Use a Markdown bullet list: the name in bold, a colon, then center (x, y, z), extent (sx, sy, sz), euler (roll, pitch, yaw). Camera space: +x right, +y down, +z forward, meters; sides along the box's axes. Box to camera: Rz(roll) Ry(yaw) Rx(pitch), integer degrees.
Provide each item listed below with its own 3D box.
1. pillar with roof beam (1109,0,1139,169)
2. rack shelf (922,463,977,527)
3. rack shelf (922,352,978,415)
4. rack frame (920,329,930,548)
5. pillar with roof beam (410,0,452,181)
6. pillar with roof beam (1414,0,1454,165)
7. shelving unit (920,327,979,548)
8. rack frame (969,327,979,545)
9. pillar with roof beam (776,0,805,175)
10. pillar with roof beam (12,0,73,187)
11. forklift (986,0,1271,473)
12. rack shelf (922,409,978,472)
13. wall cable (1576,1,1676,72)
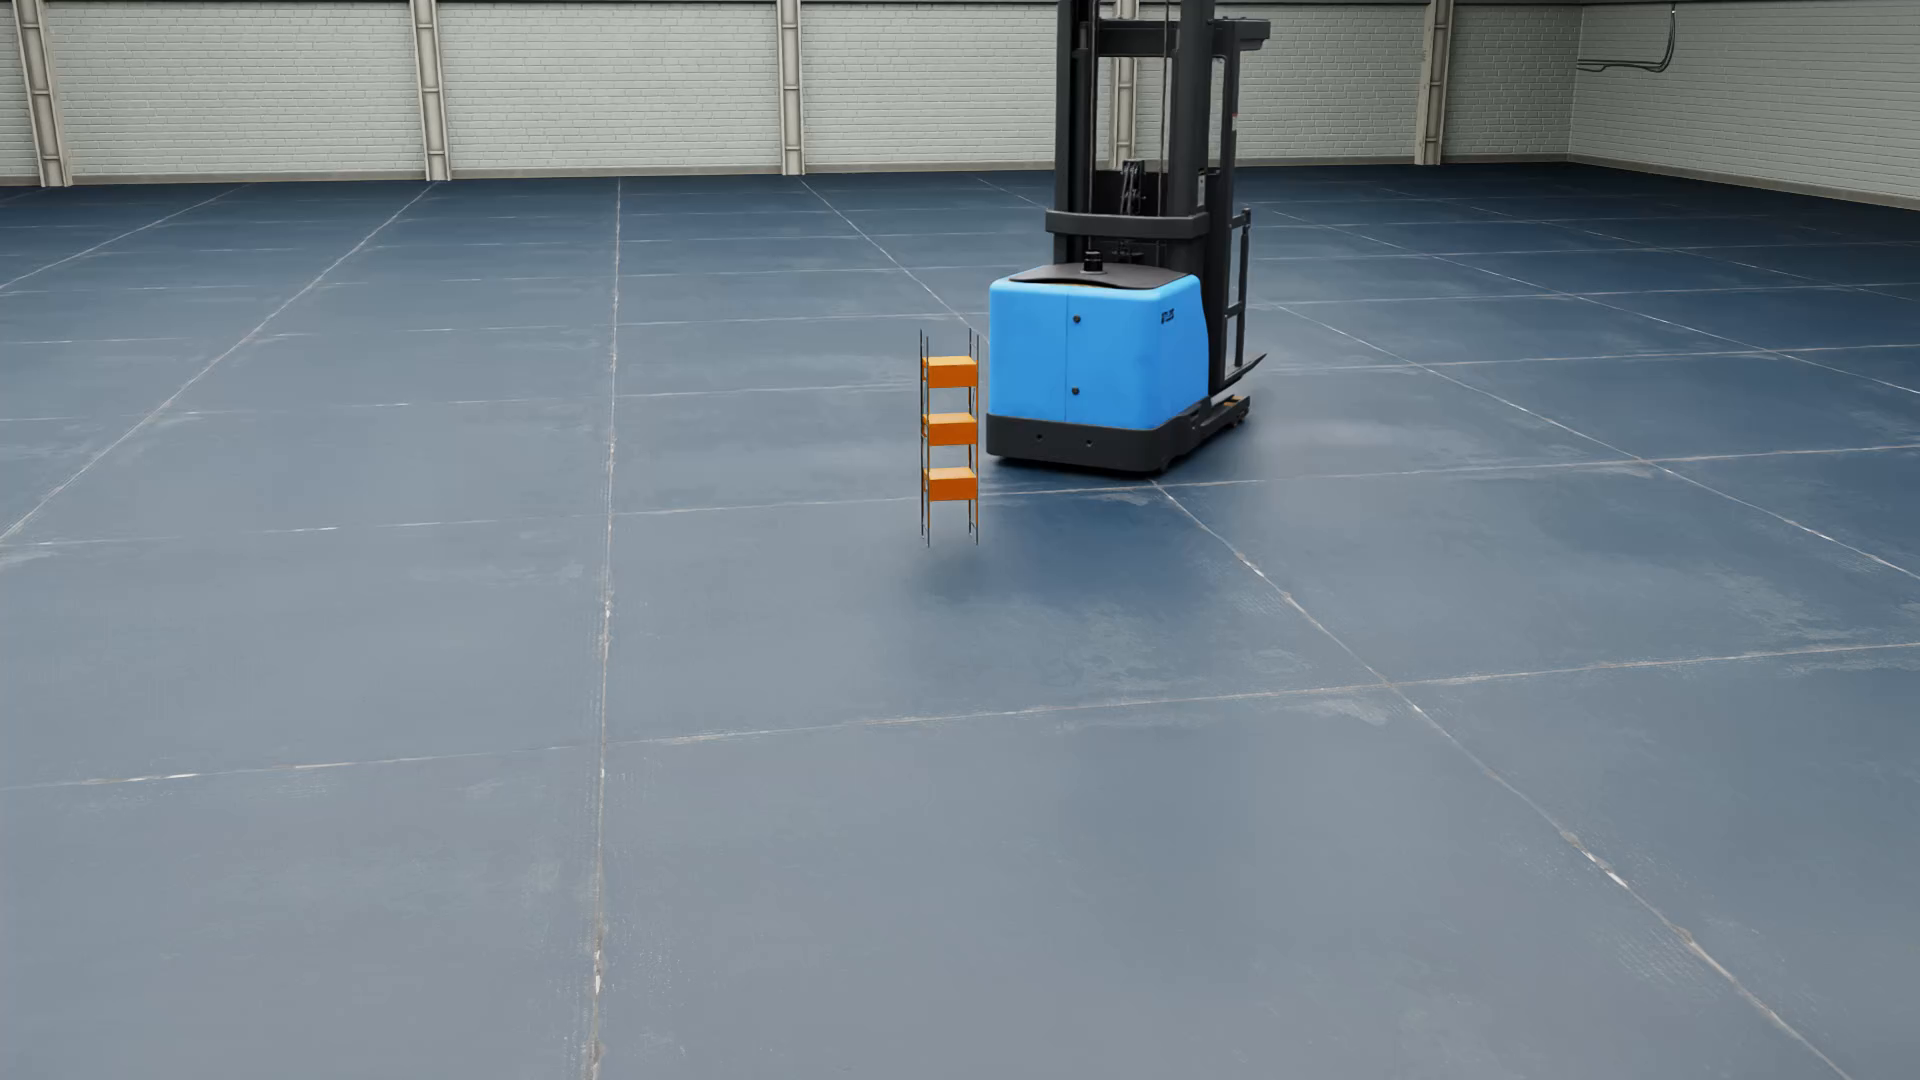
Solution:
- **pillar with roof beam**: center (3.765, -9.843, 25.032), extent (0.400, 9.000, 9.100), euler (-3, 17, -10)
- **rack shelf**: center (-0.053, -0.223, 8.233), extent (0.240, 0.259, 0.215), euler (-3, 17, -10)
- **rack shelf**: center (-0.053, -0.760, 8.068), extent (0.240, 0.259, 0.215), euler (-3, 17, -10)
- **rack frame**: center (-0.172, -0.492, 8.126), extent (0.008, 1.050, 0.200), euler (-3, 17, -10)
- **pillar with roof beam**: center (-8.017, -9.175, 22.856), extent (0.400, 9.000, 9.100), euler (-3, 17, -10)
- **pillar with roof beam**: center (9.656, -10.177, 26.120), extent (0.400, 9.000, 9.100), euler (-3, 17, -10)
- **shelving unit**: center (-0.053, -0.499, 8.148), extent (0.252, 1.050, 0.215), euler (-3, 17, -10)
- **rack frame**: center (0.067, -0.506, 8.170), extent (0.008, 1.050, 0.200), euler (-3, 17, -10)
- **pillar with roof beam**: center (-2.126, -9.509, 23.944), extent (0.400, 9.000, 9.100), euler (-3, 17, -10)
- **pillar with roof beam**: center (-13.908, -8.840, 21.768), extent (0.400, 9.000, 9.100), euler (-3, 17, -10)
- **forklift**: center (1.240, -2.170, 10.385), extent (1.130, 2.935, 3.031), euler (8, 19, 24)
- **rack shelf**: center (-0.053, -0.489, 8.151), extent (0.240, 0.259, 0.215), euler (-3, 17, -10)
- **wall cable**: center (11.983, -9.717, 29.909), extent (0.112, 2.526, 3.097), euler (-3, 17, -10)
